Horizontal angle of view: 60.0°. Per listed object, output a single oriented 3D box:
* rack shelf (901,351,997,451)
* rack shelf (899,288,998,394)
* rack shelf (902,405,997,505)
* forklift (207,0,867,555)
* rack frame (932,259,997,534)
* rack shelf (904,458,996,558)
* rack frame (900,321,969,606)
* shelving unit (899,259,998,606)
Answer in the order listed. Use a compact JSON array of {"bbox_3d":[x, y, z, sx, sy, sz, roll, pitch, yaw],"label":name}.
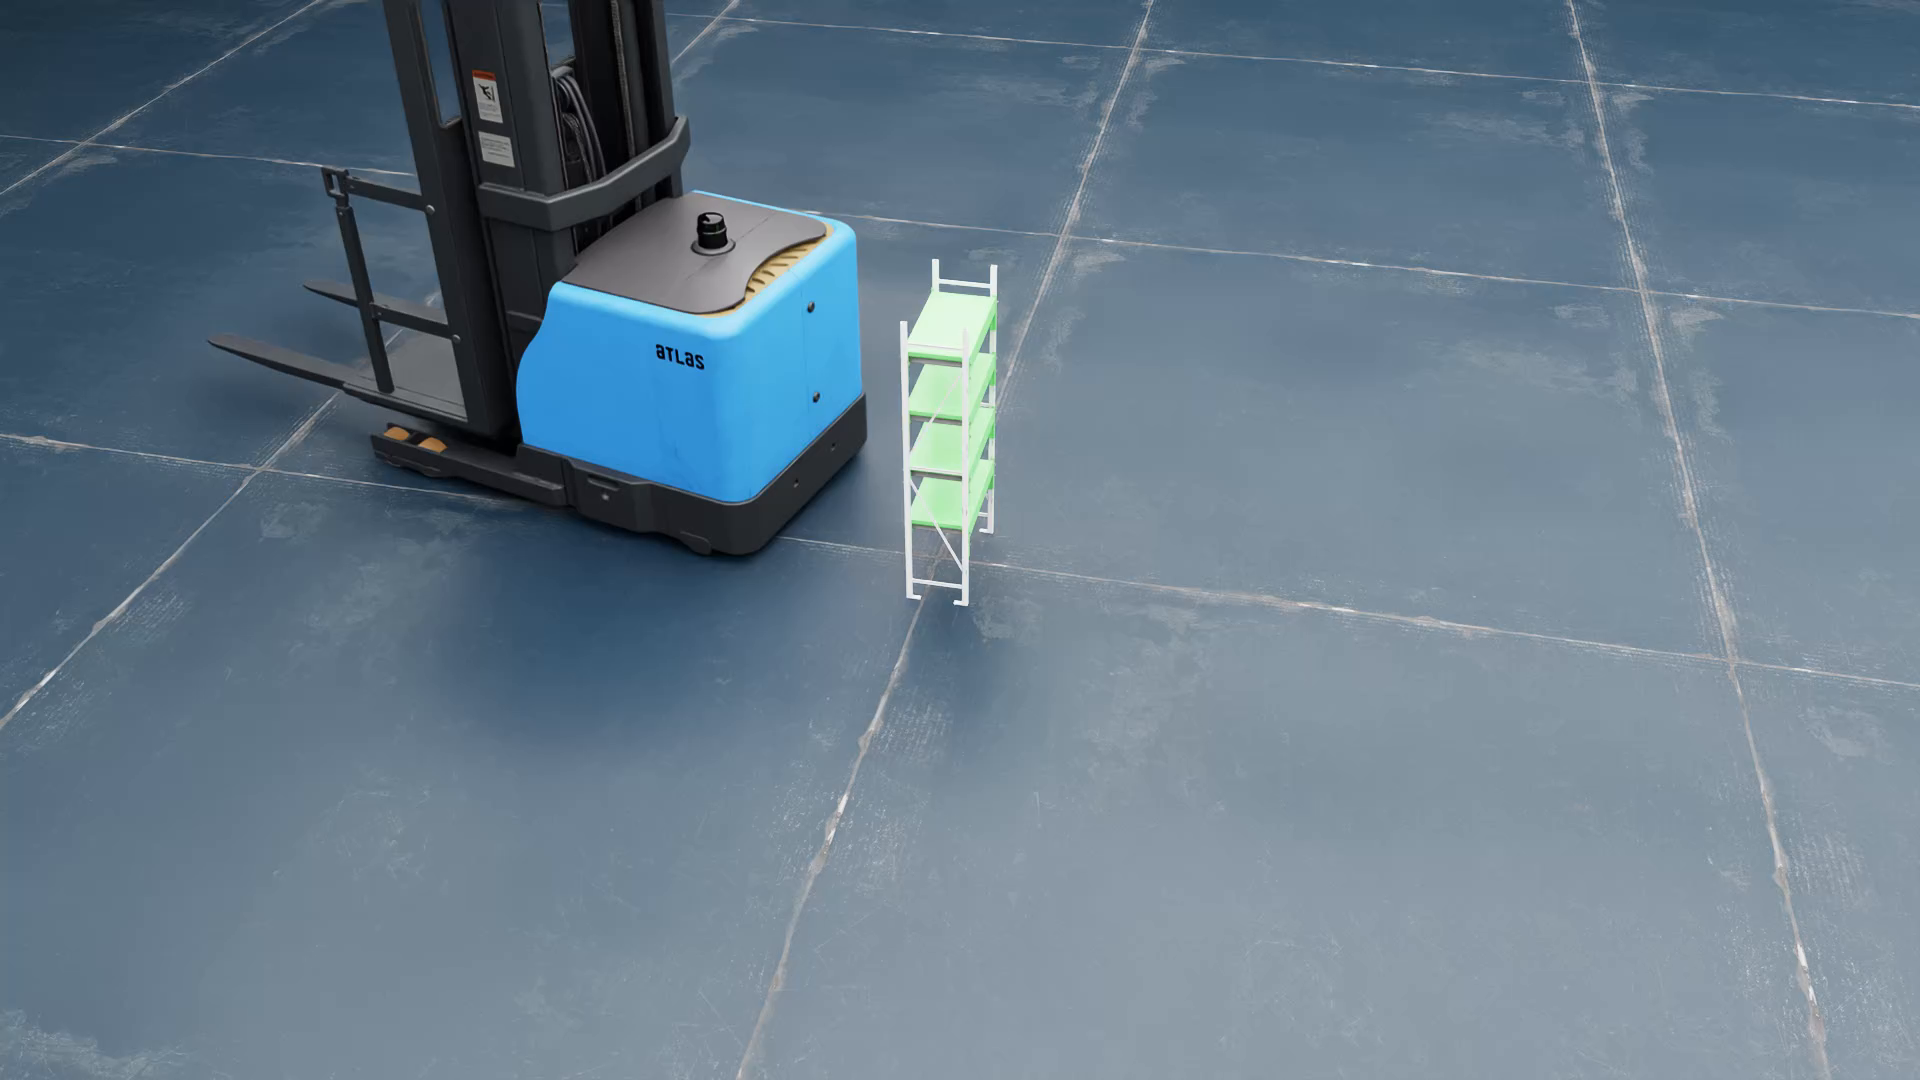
[{"bbox_3d":[-0.035,-0.534,6.164,0.258,0.148,0.480,7,37,10],"label":"rack shelf"},{"bbox_3d":[-0.035,-0.728,6.023,0.258,0.148,0.480,7,37,10],"label":"rack shelf"},{"bbox_3d":[-0.035,-0.339,6.304,0.258,0.148,0.480,7,37,10],"label":"rack shelf"},{"bbox_3d":[-1.959,-1.715,6.619,3.031,2.935,1.130,16,39,21],"label":"forklift"},{"bbox_3d":[0.017,-0.531,6.460,0.240,1.200,0.015,7,37,10],"label":"rack frame"},{"bbox_3d":[-0.035,-0.145,6.445,0.258,0.148,0.480,7,37,10],"label":"rack shelf"},{"bbox_3d":[-0.087,-0.251,6.074,0.240,1.200,0.015,7,37,10],"label":"rack frame"},{"bbox_3d":[-0.035,-0.391,6.267,0.258,1.200,0.503,7,37,10],"label":"shelving unit"}]
